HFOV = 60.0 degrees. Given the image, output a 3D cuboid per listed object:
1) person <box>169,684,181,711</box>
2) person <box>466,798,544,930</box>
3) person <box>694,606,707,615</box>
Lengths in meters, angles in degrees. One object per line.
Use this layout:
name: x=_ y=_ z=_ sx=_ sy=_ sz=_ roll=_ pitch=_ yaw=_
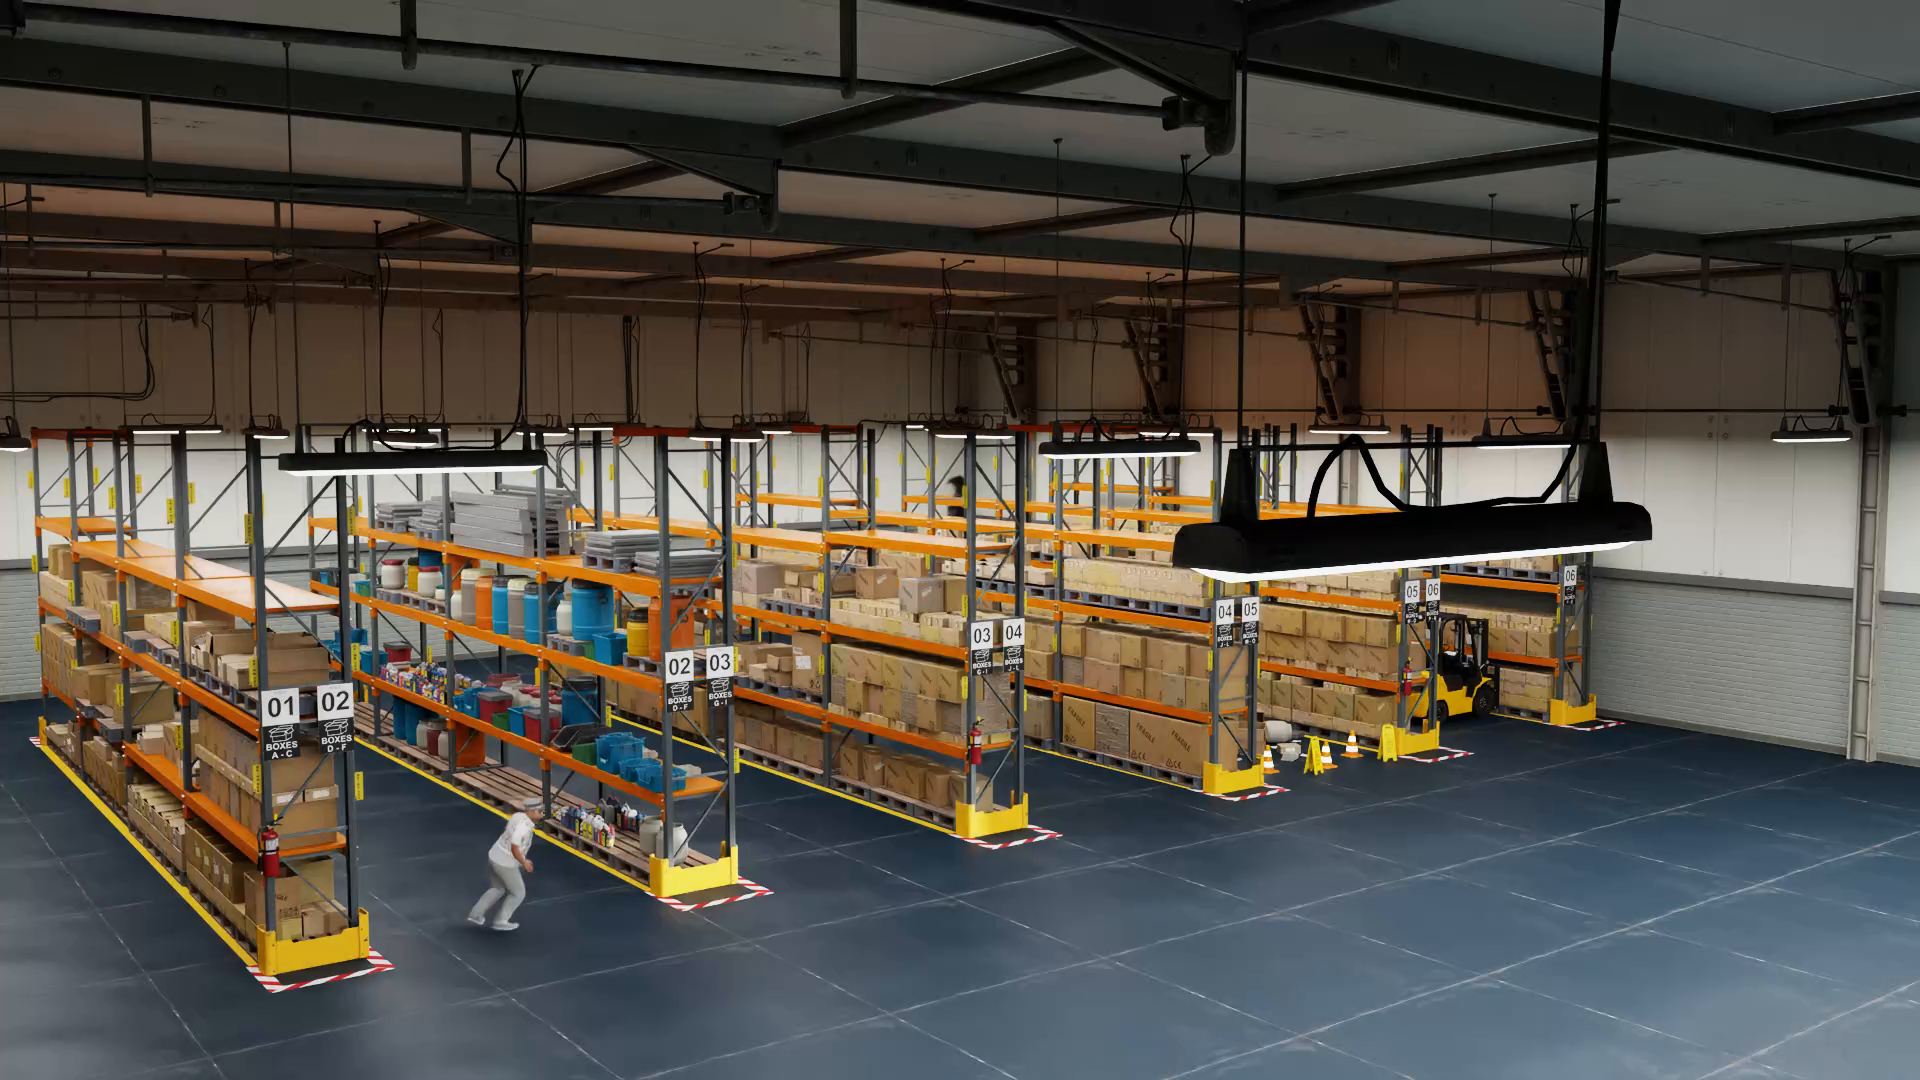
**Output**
person: x=-15.120 y=2.946 z=31.936 sx=0.649 sy=1.780 sz=0.849 roll=-3 pitch=6 yaw=-37
person: x=-5.527 y=3.952 z=20.232 sx=0.887 sy=1.603 sz=0.694 roll=-2 pitch=5 yaw=-28
person: x=-6.252 y=2.309 z=39.762 sx=0.674 sy=1.769 sz=0.973 roll=-2 pitch=5 yaw=-22
